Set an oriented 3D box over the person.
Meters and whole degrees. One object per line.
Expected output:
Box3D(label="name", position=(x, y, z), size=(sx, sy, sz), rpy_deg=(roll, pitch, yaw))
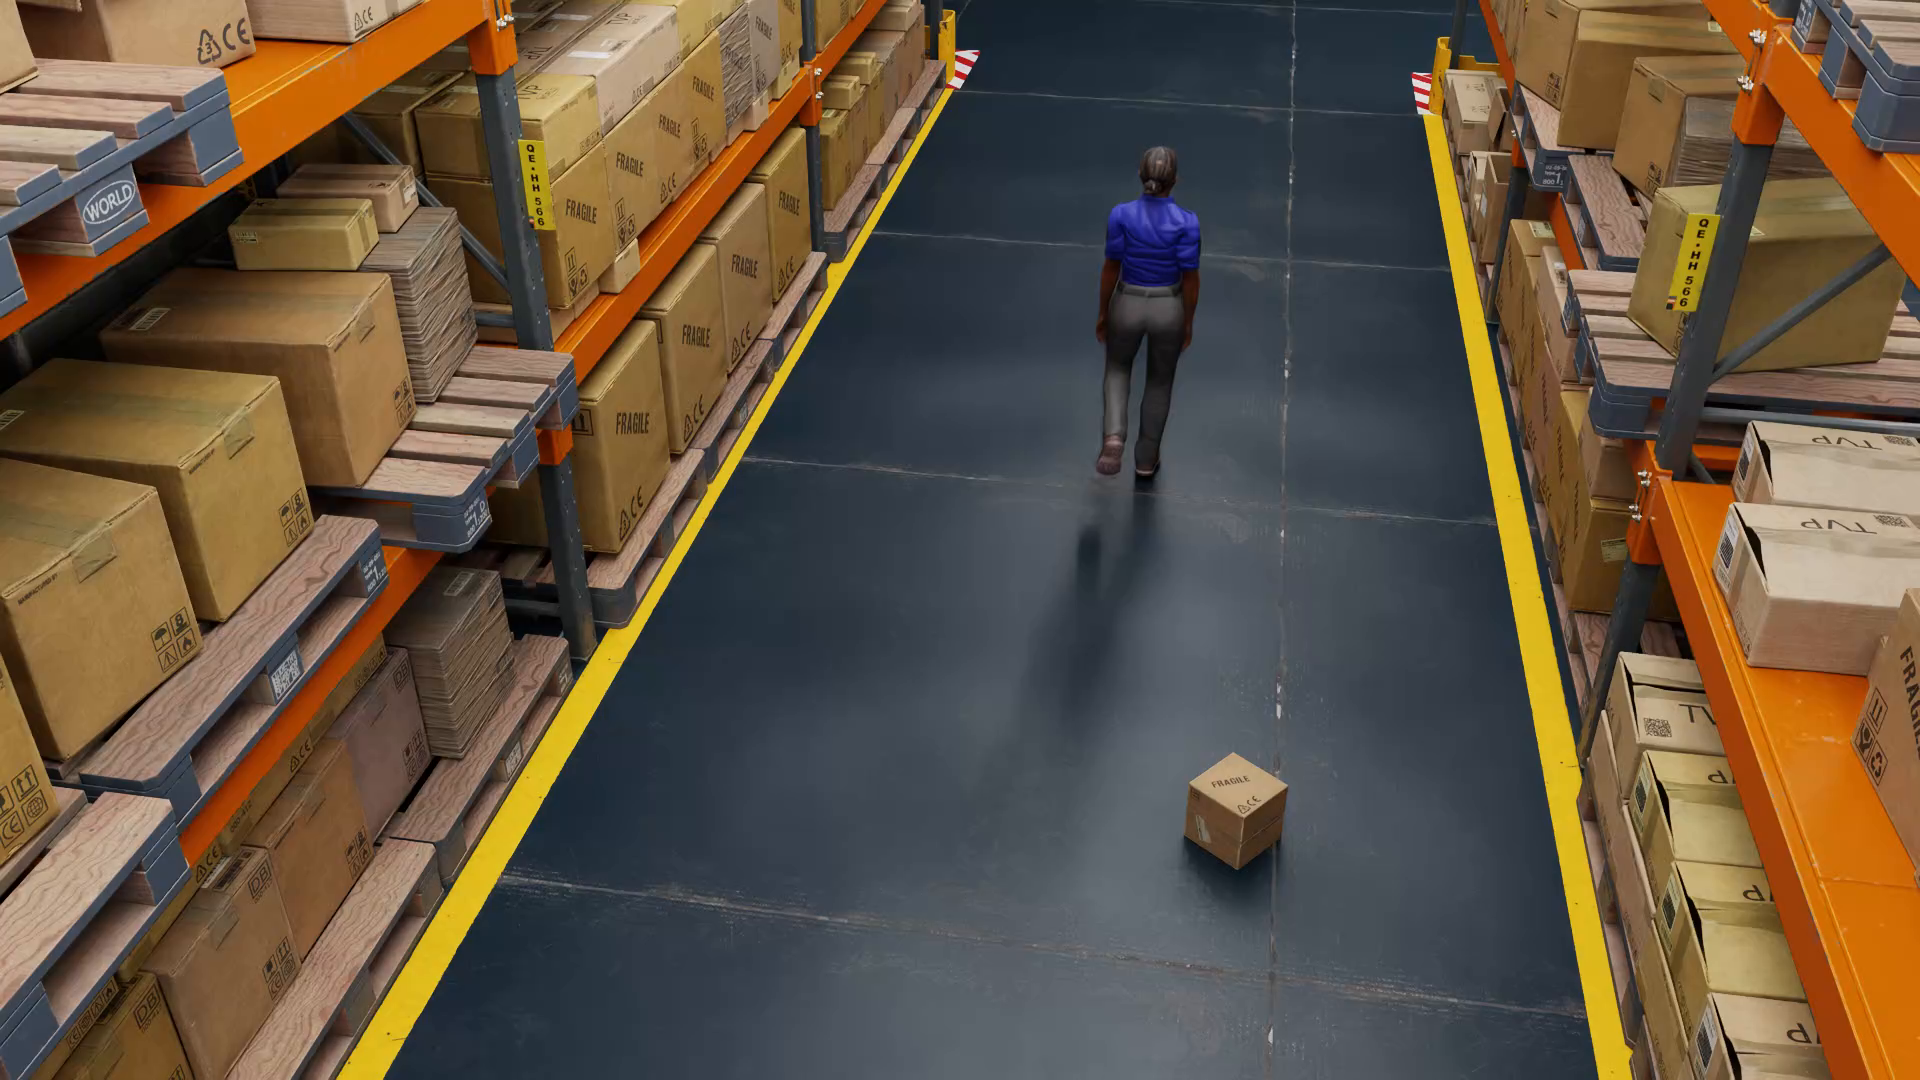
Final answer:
Box3D(label="person", position=(0.861, -1.024, 7.696), size=(0.466, 1.649, 0.482), rpy_deg=(7, 33, 11))
